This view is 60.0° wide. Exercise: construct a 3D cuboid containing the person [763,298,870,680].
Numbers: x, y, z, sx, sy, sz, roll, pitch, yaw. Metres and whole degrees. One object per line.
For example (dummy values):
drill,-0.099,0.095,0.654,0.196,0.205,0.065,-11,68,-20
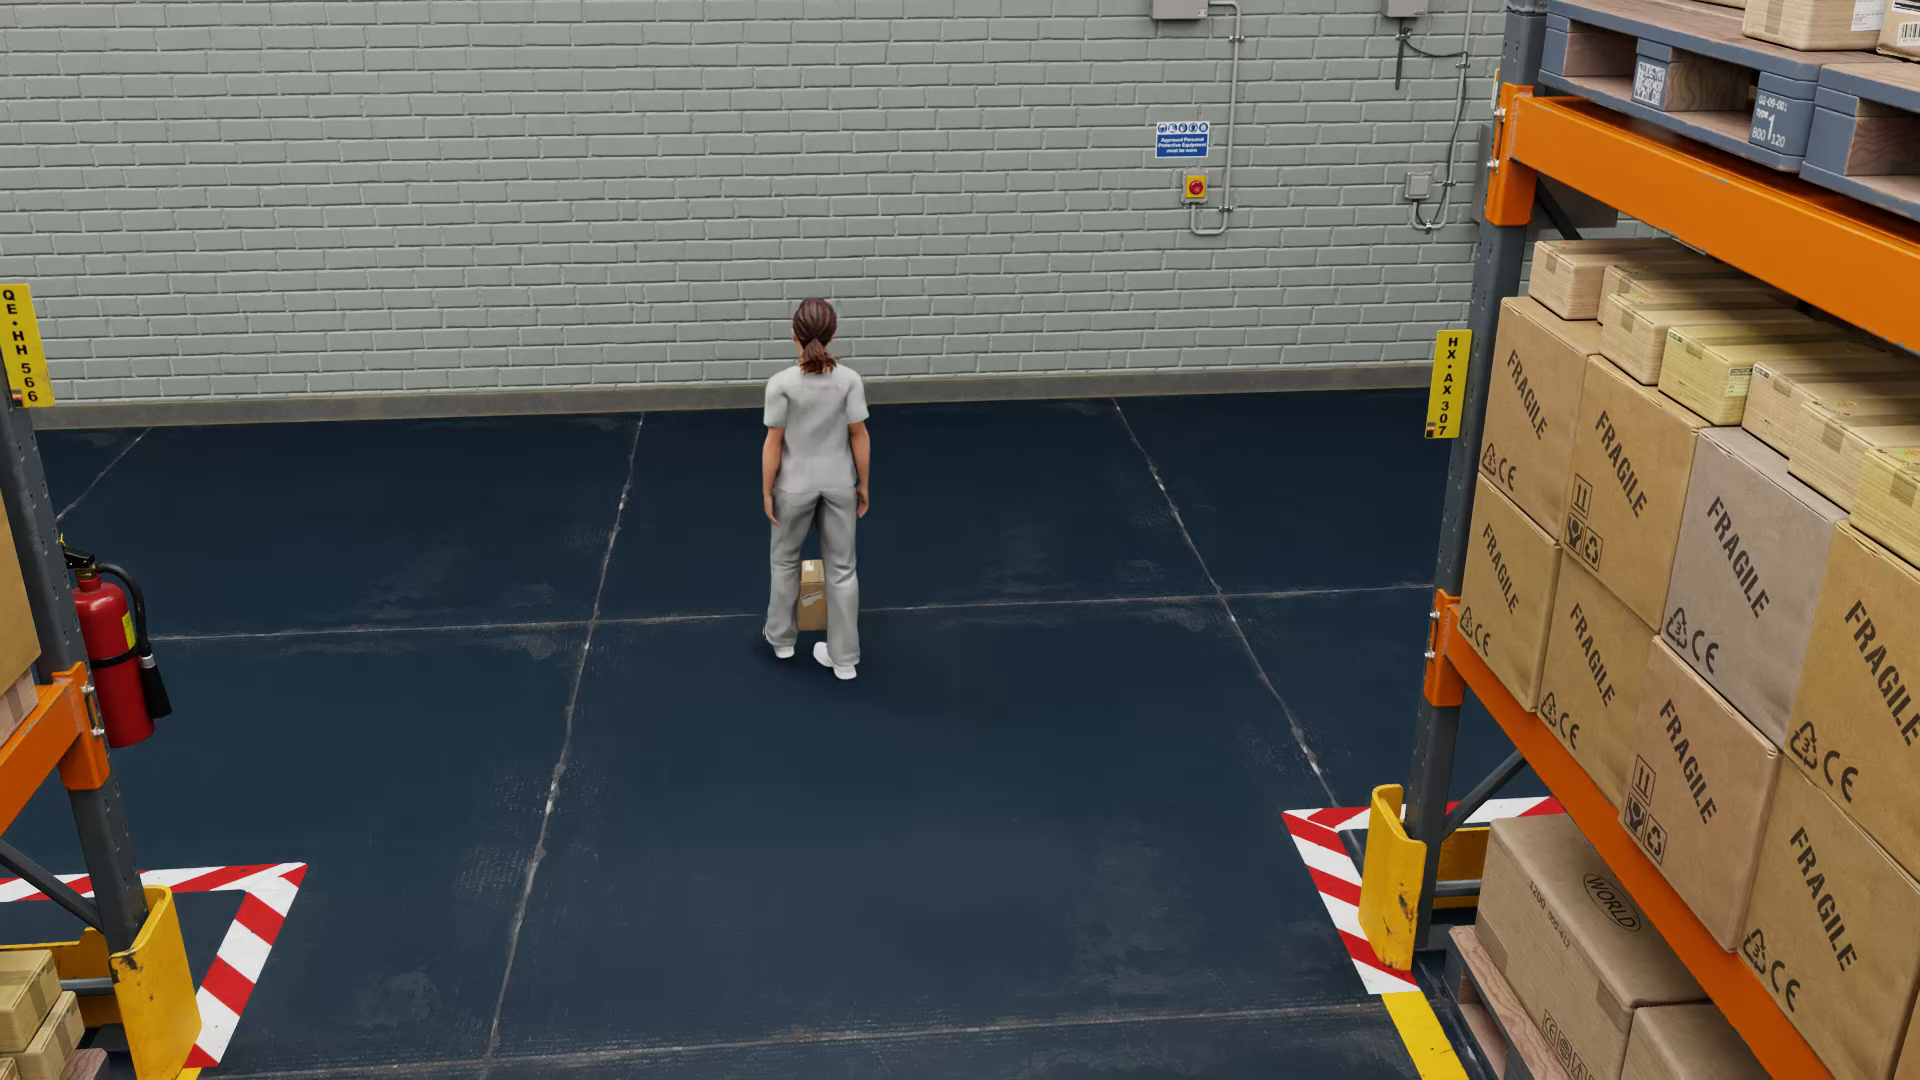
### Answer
person,-0.636,-0.248,7.147,0.459,1.670,0.576,-6,25,-14
